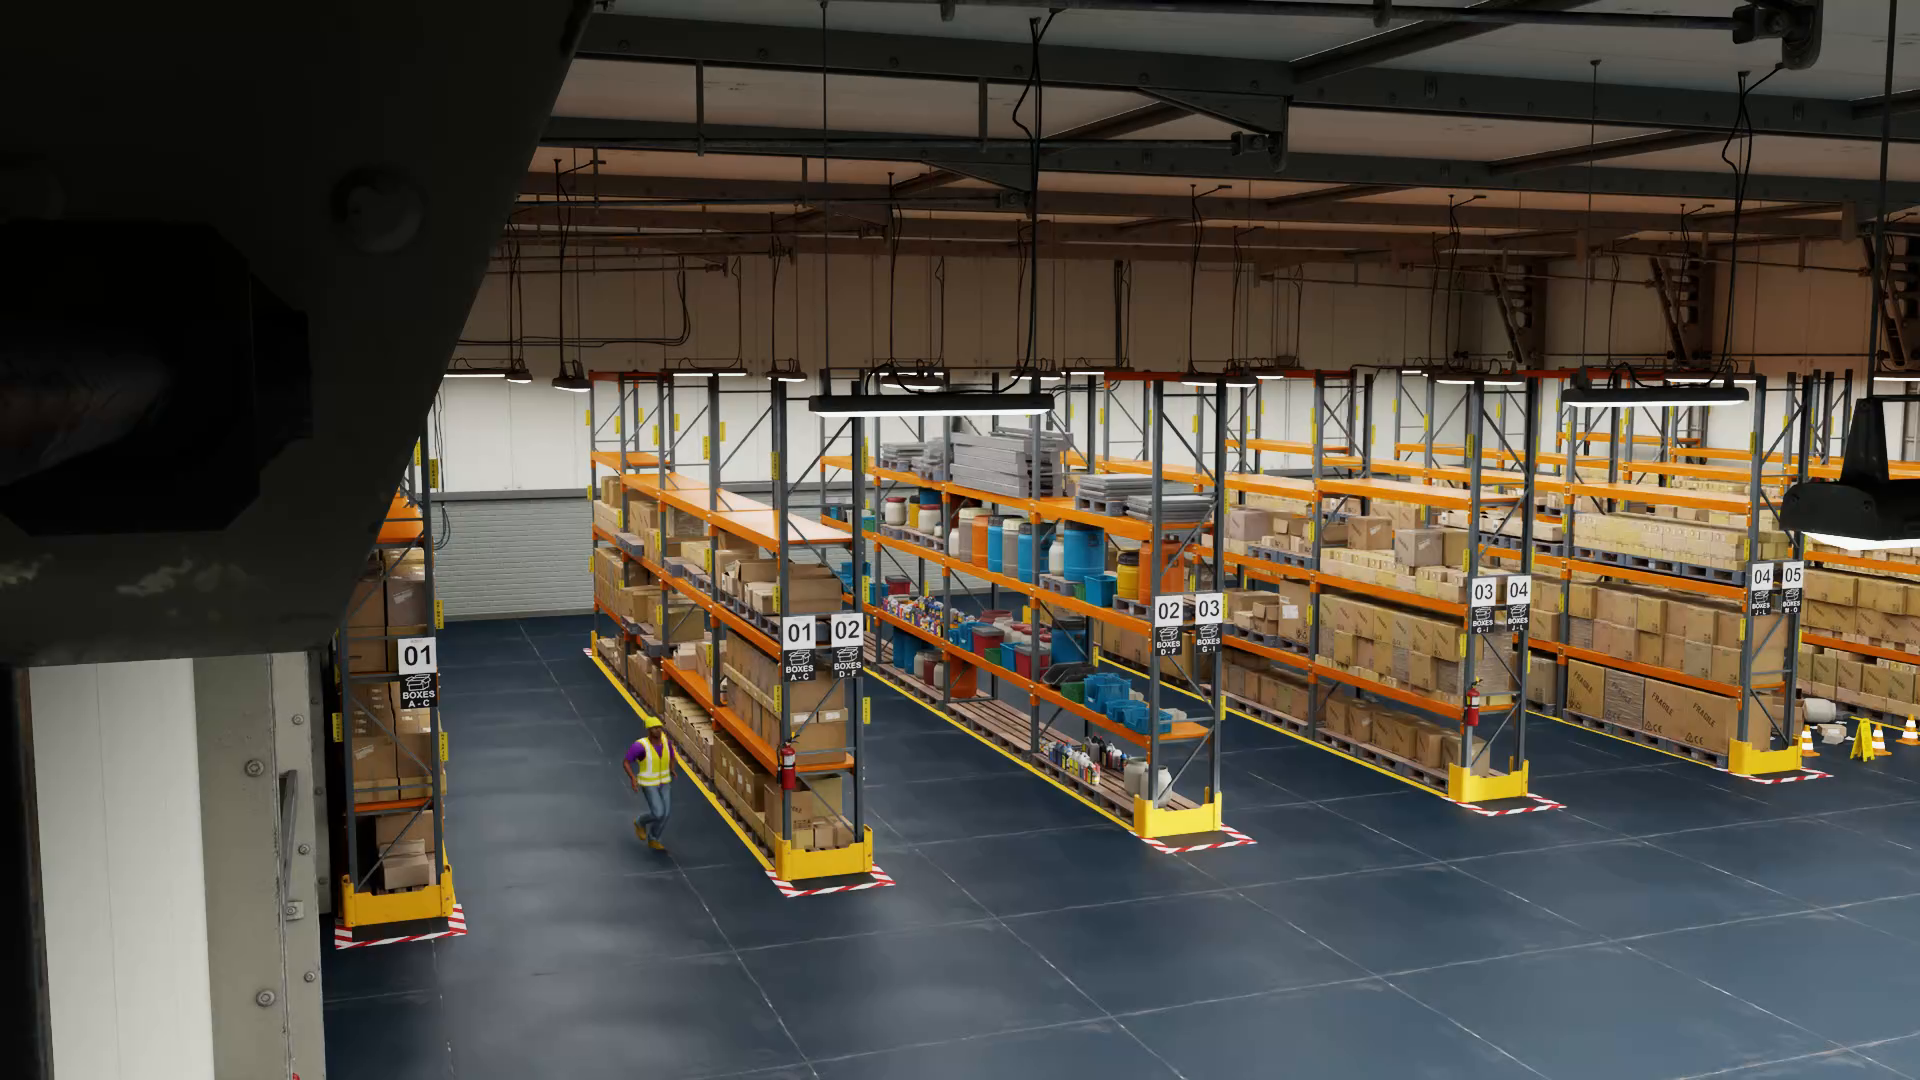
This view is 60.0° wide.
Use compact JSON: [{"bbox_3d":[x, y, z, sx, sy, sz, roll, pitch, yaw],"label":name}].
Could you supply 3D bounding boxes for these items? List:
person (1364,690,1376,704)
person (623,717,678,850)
[{"bbox_3d":[7.559,2.131,30.140,0.584,1.694,0.672,-3,7,-28],"label":"person"},{"bbox_3d":[-3.900,3.111,21.263,0.694,1.720,0.584,-6,9,-43],"label":"person"}]
